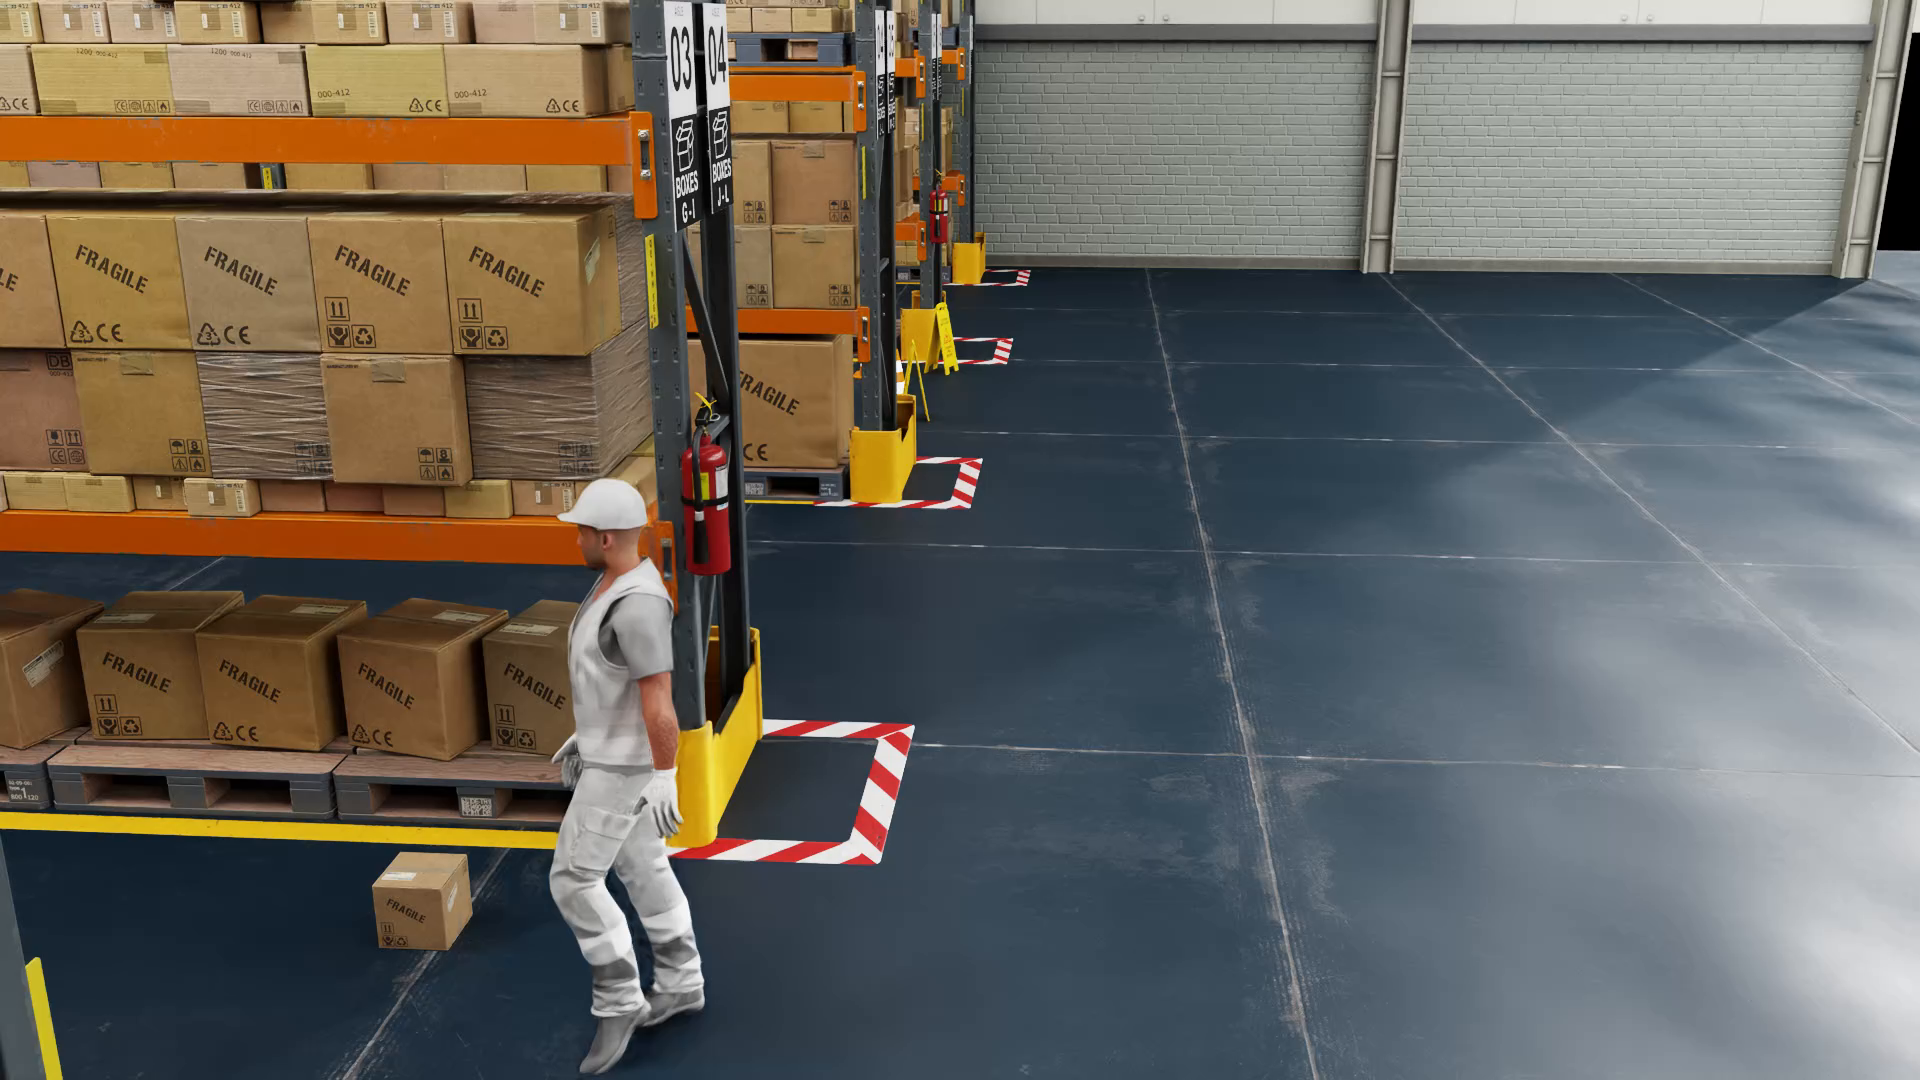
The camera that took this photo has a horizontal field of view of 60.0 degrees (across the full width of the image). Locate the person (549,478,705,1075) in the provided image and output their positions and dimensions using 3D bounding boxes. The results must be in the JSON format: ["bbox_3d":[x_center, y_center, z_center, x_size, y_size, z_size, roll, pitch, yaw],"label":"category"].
[{"bbox_3d":[-1.079,0.724,5.227,0.465,1.832,0.641,-5,18,-15],"label":"person"}]
